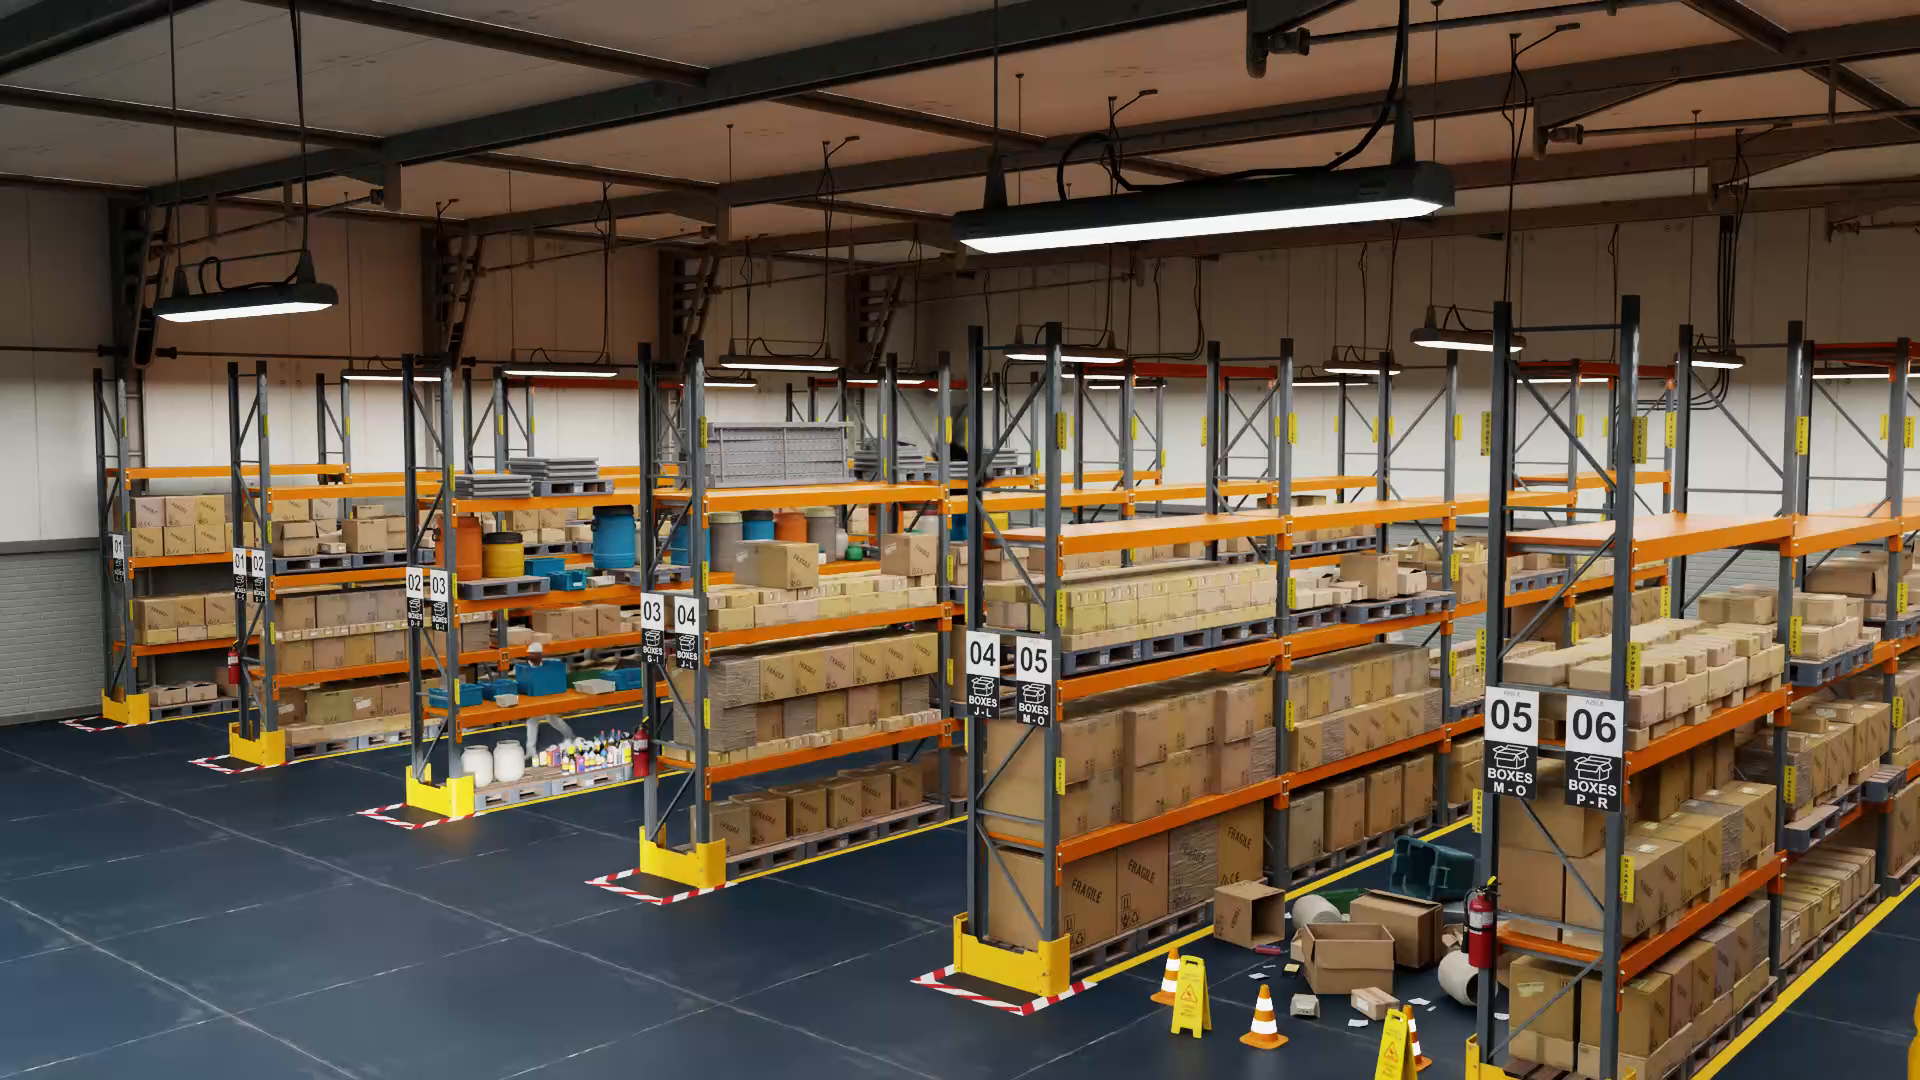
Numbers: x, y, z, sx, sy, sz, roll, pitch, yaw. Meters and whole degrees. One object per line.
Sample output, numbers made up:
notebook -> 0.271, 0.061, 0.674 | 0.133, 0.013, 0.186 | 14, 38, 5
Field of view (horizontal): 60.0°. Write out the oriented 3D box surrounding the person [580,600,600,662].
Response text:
person -> -7.257, 1.918, 32.611 | 0.562, 1.719, 0.857 | 3, 5, 33

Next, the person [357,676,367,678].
person -> -10.205, 2.203, 28.328 | 0.682, 1.770, 0.651 | 2, 5, 26

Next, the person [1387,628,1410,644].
person -> 8.225, 1.939, 31.606 | 0.633, 1.796, 0.947 | -2, 5, -30

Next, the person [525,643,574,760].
person -> -6.345, 2.422, 25.500 | 0.716, 1.758, 1.011 | 3, 5, 34
